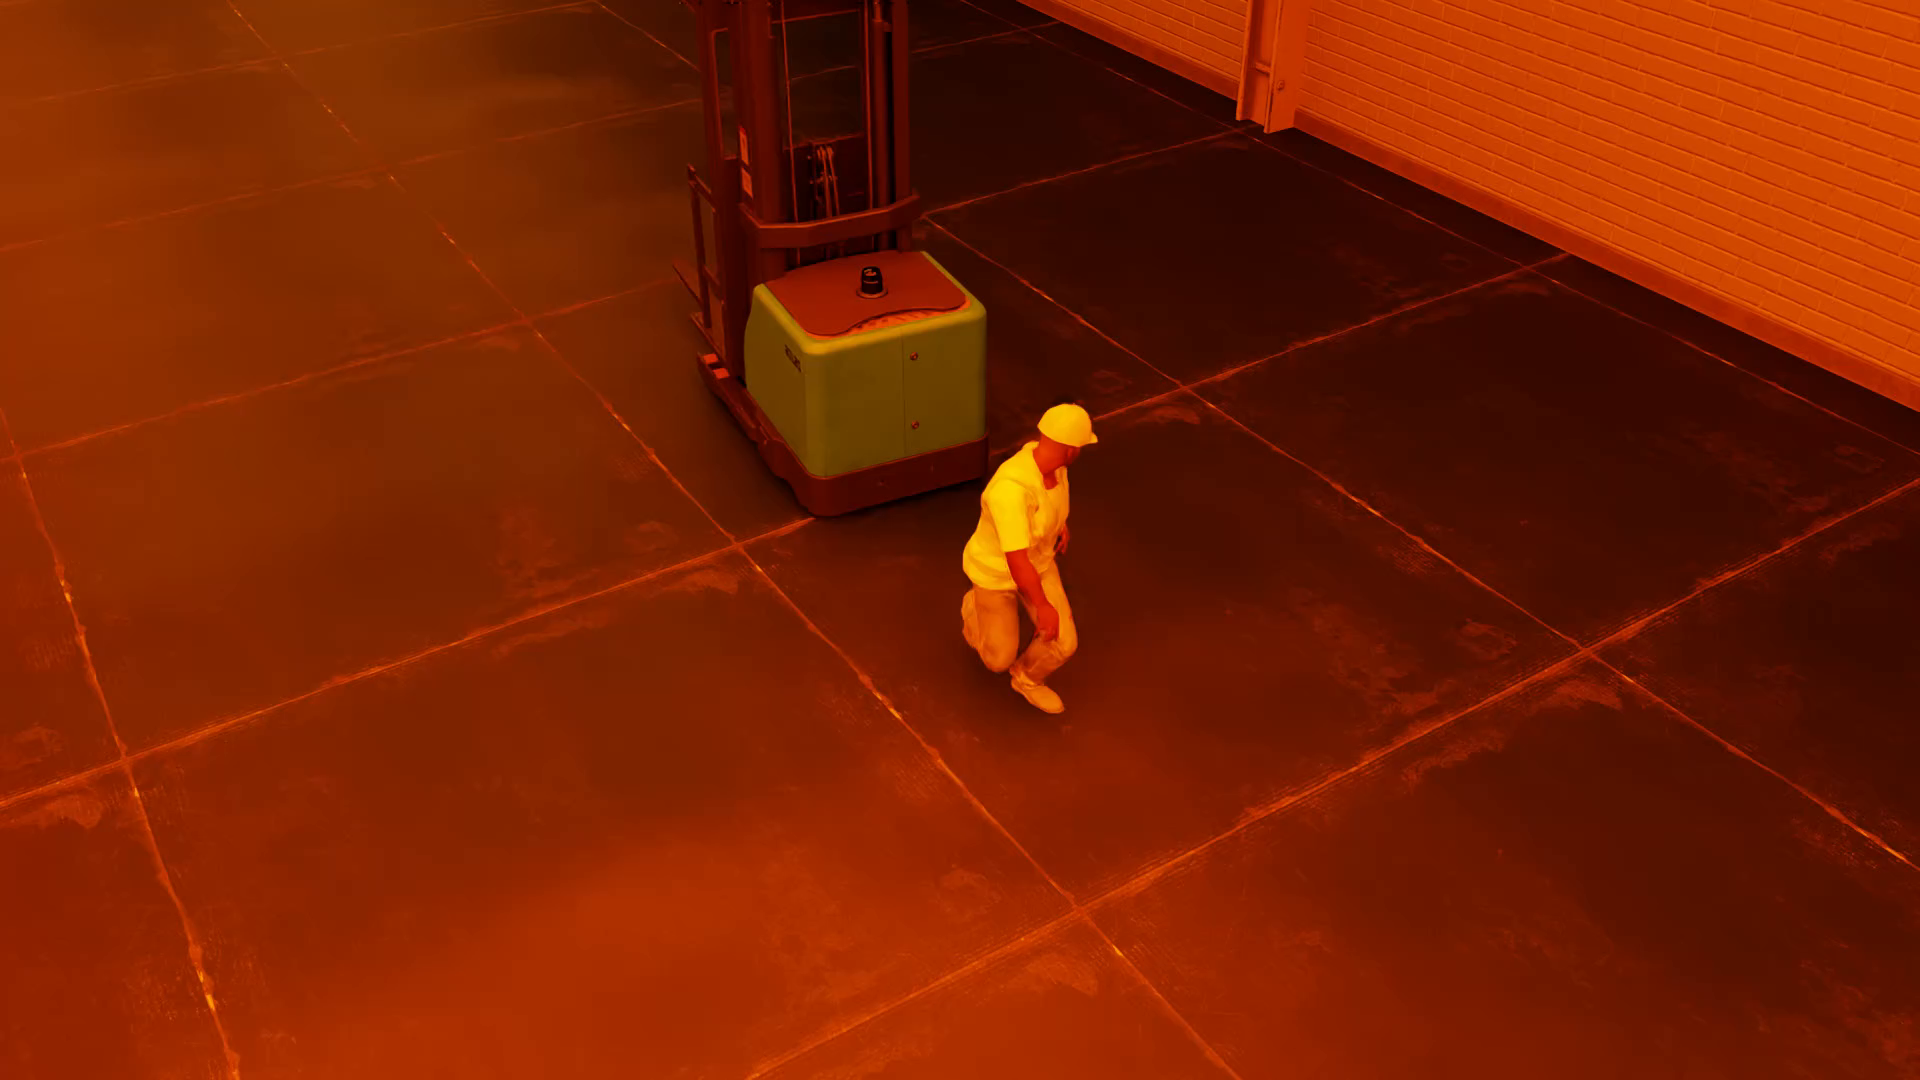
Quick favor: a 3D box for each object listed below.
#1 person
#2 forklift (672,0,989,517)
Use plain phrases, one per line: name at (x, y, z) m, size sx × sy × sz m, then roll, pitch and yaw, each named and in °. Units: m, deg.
person at (0.304, 0.041, 7.328) m, size 0.691 × 1.538 × 0.814 m, roll -25°, pitch 42°, yaw -31°
forklift at (-0.937, -2.157, 9.218) m, size 1.130 × 2.935 × 3.031 m, roll -15°, pitch 38°, yaw -21°
